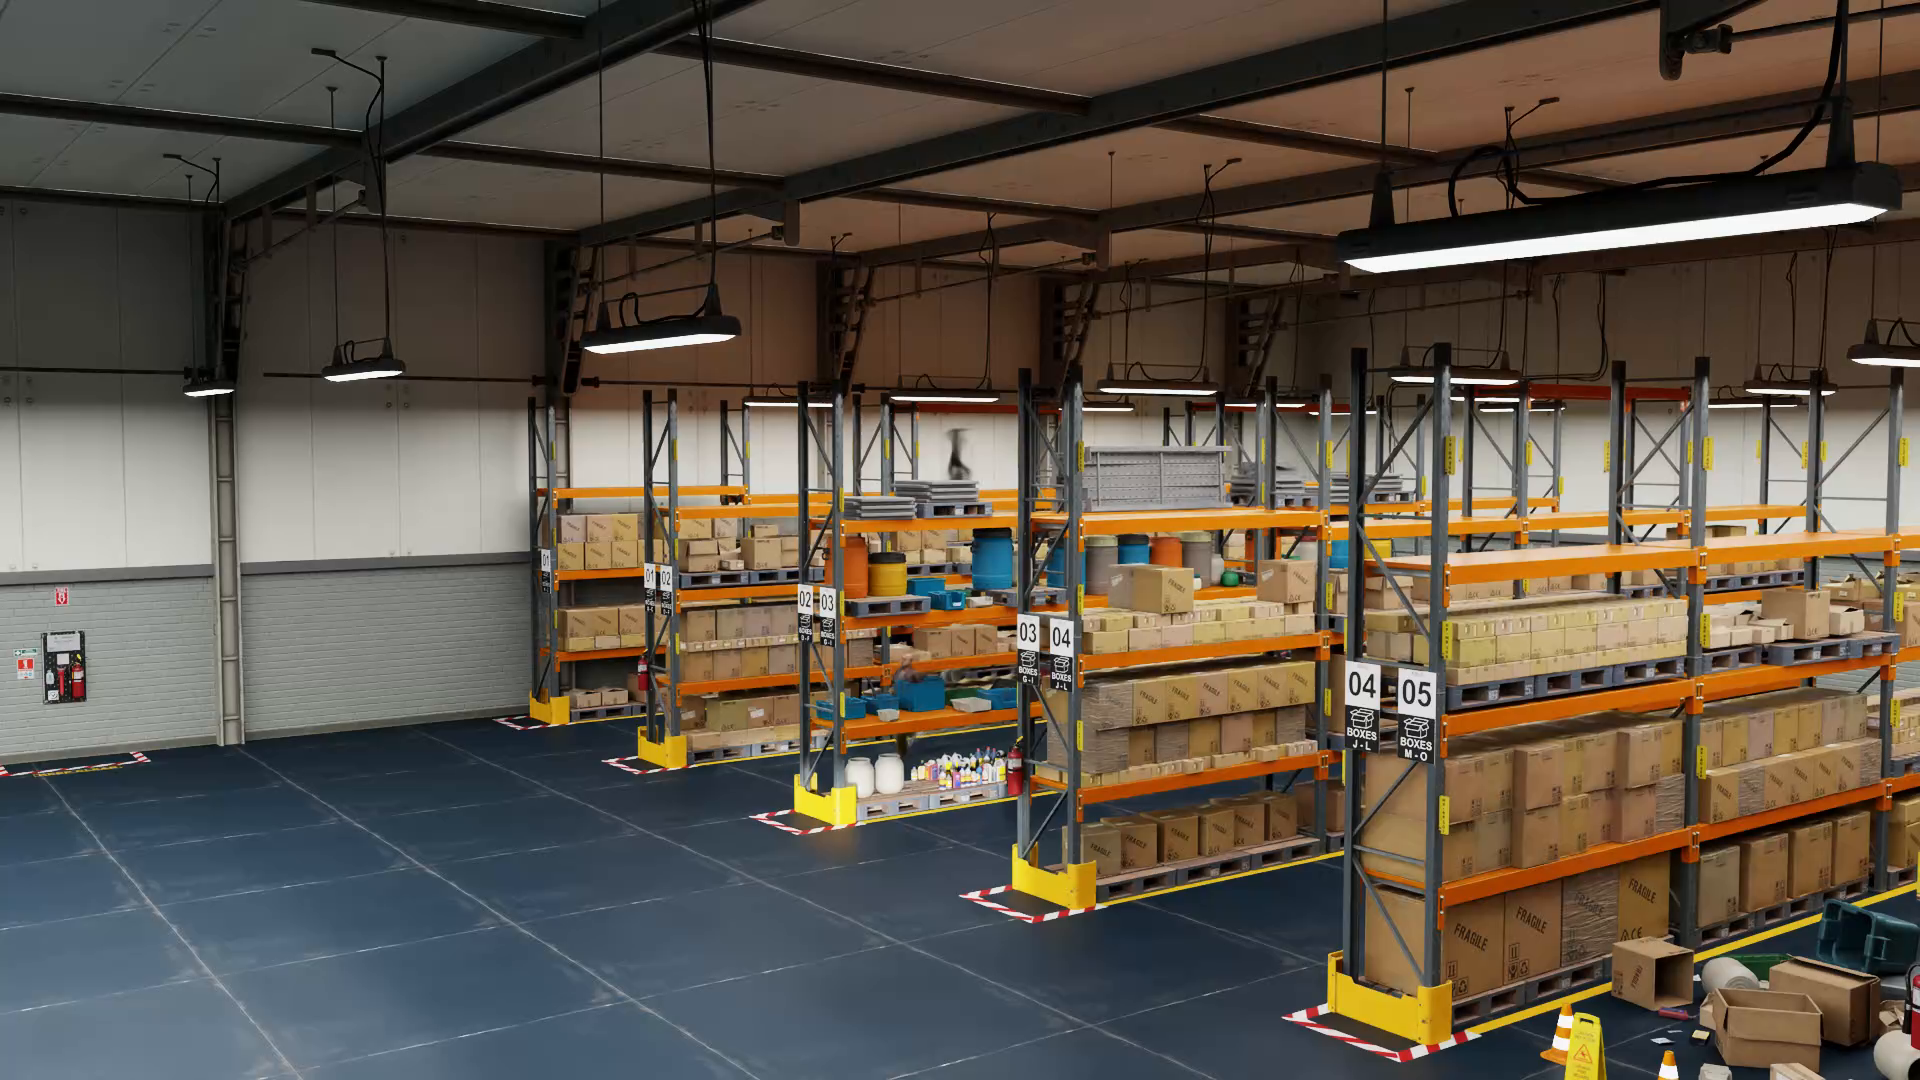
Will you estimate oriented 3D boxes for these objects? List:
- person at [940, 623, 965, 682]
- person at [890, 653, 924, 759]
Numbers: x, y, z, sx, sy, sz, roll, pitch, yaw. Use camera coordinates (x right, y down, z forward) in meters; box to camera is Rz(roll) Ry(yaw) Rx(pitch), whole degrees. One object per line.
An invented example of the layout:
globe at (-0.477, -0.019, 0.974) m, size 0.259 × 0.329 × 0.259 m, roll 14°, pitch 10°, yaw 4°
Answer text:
person at (-0.154, 2.431, 32.394) m, size 0.576 × 1.634 × 0.586 m, roll -3°, pitch 4°, yaw -40°
person at (-0.864, 2.706, 27.150) m, size 0.724 × 1.735 × 0.689 m, roll 3°, pitch 4°, yaw 41°
